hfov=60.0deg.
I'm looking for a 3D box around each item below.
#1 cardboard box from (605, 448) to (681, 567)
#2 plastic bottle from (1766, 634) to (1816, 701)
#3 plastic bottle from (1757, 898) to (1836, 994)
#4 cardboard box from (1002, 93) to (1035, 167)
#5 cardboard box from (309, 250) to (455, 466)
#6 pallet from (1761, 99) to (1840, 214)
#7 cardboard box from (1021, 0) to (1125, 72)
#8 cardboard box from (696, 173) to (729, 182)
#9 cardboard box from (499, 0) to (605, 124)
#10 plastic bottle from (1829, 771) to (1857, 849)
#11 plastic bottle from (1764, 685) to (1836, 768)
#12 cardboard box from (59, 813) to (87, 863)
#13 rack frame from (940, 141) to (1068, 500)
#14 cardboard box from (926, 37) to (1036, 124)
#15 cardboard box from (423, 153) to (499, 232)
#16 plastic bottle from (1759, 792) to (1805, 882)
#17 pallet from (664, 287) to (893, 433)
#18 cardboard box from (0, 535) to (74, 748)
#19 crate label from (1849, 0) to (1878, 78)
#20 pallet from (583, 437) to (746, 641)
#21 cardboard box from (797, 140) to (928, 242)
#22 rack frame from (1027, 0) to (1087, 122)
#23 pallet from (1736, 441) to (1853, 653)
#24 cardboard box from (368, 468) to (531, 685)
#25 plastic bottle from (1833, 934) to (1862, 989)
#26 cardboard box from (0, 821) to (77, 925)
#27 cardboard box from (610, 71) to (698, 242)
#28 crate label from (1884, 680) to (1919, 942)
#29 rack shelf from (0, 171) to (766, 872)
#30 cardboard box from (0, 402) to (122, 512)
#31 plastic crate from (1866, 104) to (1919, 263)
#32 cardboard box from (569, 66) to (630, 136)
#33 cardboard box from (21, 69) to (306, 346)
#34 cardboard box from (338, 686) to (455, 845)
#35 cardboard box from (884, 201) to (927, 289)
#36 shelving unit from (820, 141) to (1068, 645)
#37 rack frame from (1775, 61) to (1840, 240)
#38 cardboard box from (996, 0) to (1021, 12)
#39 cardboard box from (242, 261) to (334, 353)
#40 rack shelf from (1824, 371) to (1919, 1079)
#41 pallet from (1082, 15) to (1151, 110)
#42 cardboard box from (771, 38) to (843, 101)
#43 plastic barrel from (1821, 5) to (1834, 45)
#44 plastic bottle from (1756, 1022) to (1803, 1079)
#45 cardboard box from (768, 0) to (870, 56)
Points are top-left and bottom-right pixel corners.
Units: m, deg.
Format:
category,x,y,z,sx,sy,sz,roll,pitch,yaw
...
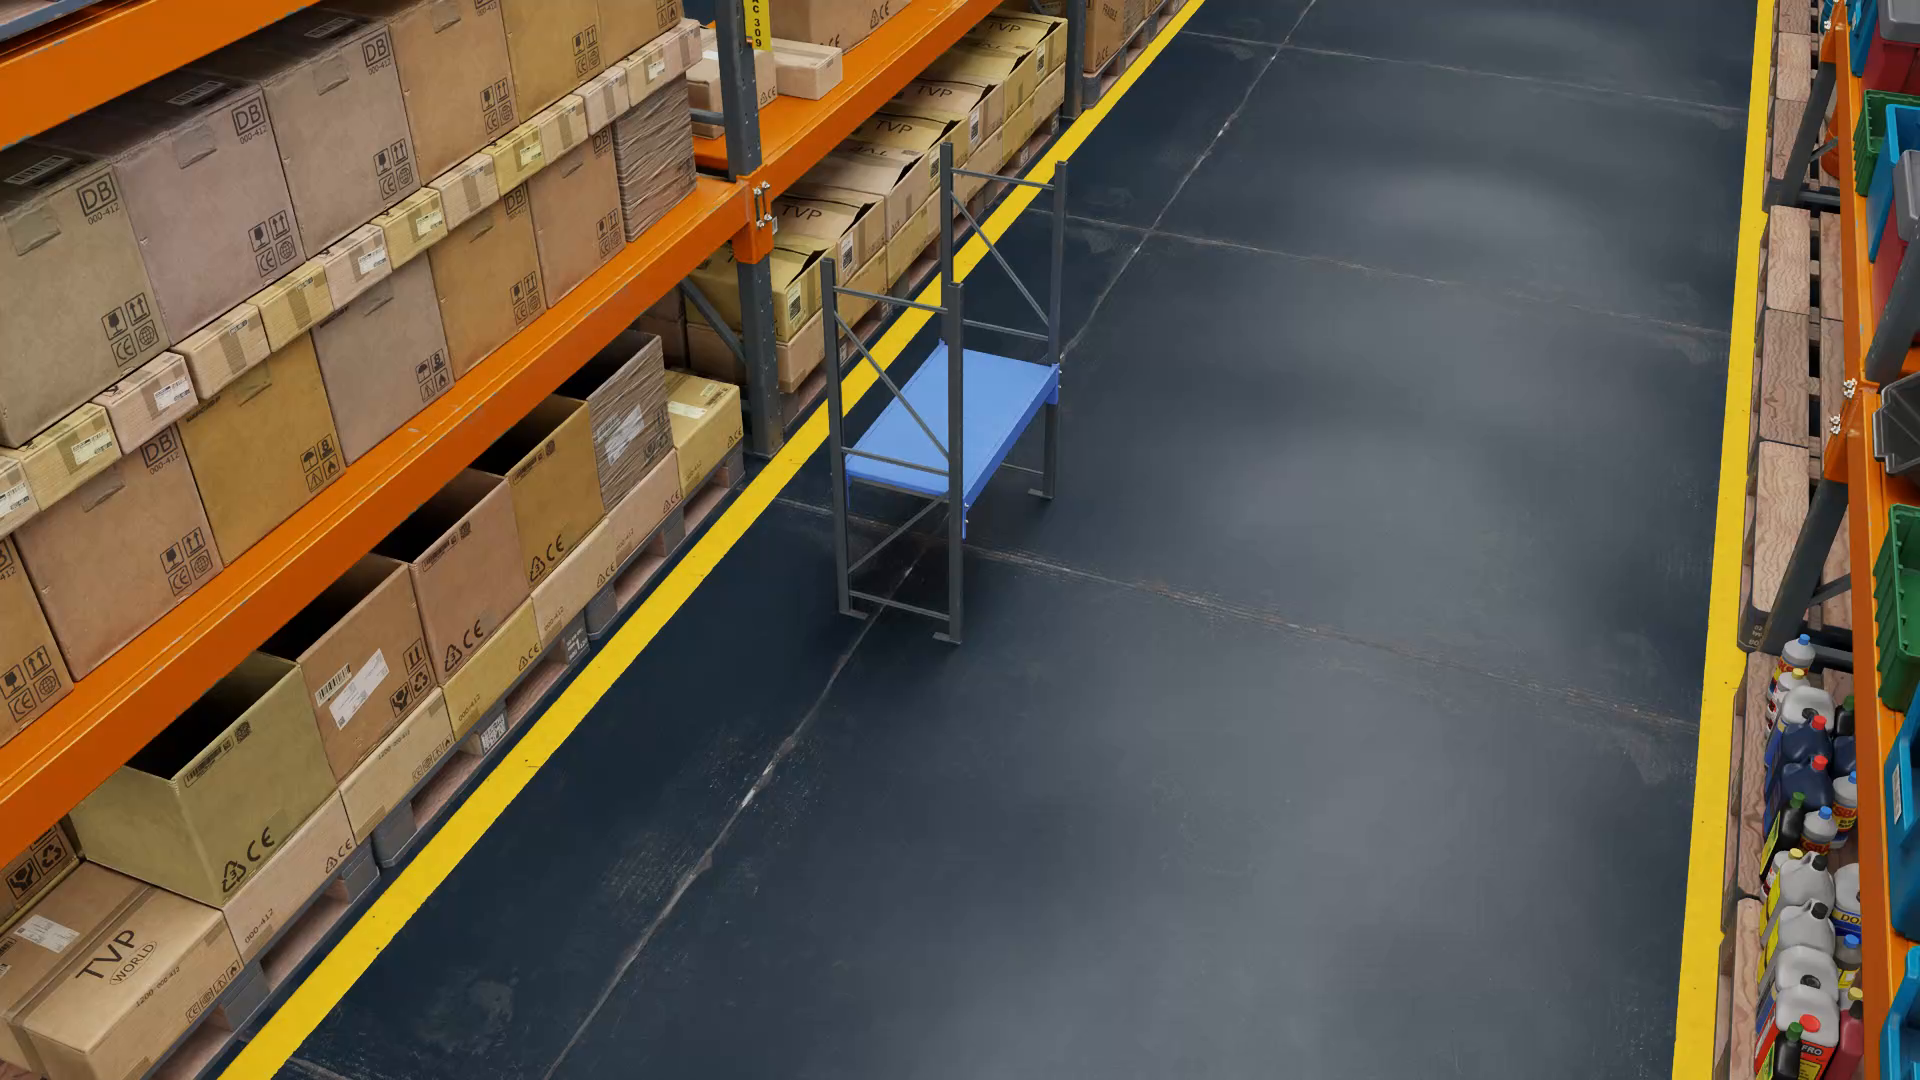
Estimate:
category,x,y,z,sx,sy,sz,roll,pitch,yaw
cardboard box,-1.431,-0.180,6.431,0.500,0.250,0.500,14,39,18
plastic bottle,2.796,0.429,5.582,0.097,0.271,0.097,0,37,0
plastic bottle,2.327,1.116,4.596,0.144,0.351,0.185,15,39,20
cardboard box,0.098,-2.343,9.325,0.500,0.250,0.500,13,39,17
cardboard box,-2.003,-0.633,5.008,0.700,0.500,0.500,15,39,19
pallet,5.106,-2.108,9.393,1.003,0.211,1.213,14,39,18
cardboard box,0.702,-3.271,10.341,0.500,0.500,0.500,15,39,20
cardboard box,-1.176,-1.565,7.816,0.500,0.311,0.500,15,39,19
cardboard box,-1.611,-1.727,5.388,0.700,0.500,0.500,14,39,18
plastic bottle,2.688,0.813,5.068,0.097,0.271,0.097,0,37,0
plastic bottle,2.698,0.613,5.332,0.152,0.276,0.135,15,39,19
cardboard box,-2.669,0.810,5.107,0.500,0.250,0.500,14,39,18
rack frame,0.161,-0.835,6.614,0.500,1.500,0.032,14,39,18
cardboard box,0.102,-2.565,9.154,0.500,0.311,0.500,13,39,17
cardboard box,-1.647,-1.092,5.080,0.380,0.149,0.250,15,39,19
plastic bottle,2.458,0.887,4.960,0.061,0.283,0.133,16,40,20
pallet,-1.013,-0.994,7.904,1.003,0.211,1.213,14,39,18
cardboard box,-2.589,0.225,3.860,0.700,0.500,0.500,14,39,18
crate label,4.216,-2.304,7.298,0.502,0.435,0.616,14,39,18
pallet,-1.598,-0.147,6.770,1.003,0.211,1.213,14,39,18
cardboard box,-0.478,-1.721,8.024,0.500,0.311,0.500,13,39,16
rack frame,0.265,-3.909,9.474,1.000,3.000,0.127,14,39,18
pallet,3.585,0.109,6.427,1.003,0.211,1.213,14,39,18
cardboard box,-1.796,0.077,5.461,0.500,0.500,0.500,14,39,18
plastic bottle,2.455,1.179,4.637,0.097,0.201,0.097,0,37,0
cardboard box,-2.850,0.788,4.509,0.500,0.500,0.500,14,39,18
cardboard box,-1.420,-1.487,6.151,0.700,0.500,0.500,13,39,17
crate label,2.251,0.556,3.471,0.502,0.435,0.616,14,39,18
rack shelf,-2.018,-0.299,5.245,1.077,0.370,4.000,14,39,18
cardboard box,-2.236,-0.232,3.930,0.380,0.149,0.250,14,39,18
plastic crate,3.454,-1.239,5.916,0.392,0.384,0.575,14,39,18
cardboard box,-1.356,-1.513,5.643,0.380,0.149,0.250,13,39,16
cardboard box,-2.183,-0.896,4.276,0.700,0.500,0.500,14,39,18
cardboard box,-1.992,0.653,5.317,0.500,0.250,0.500,14,39,18
cardboard box,-0.484,-1.498,8.195,0.500,0.250,0.500,13,39,16
shelving unit,-0.032,-0.554,6.238,0.538,1.500,1.048,14,39,18
rack frame,4.844,-2.778,7.962,1.000,3.000,0.127,14,39,18
cardboard box,0.404,-3.655,10.855,0.500,0.500,0.500,15,39,20
cardboard box,-1.942,-0.661,4.504,0.380,0.149,0.250,13,39,17
rack shelf,2.561,0.832,3.733,1.077,0.370,4.000,14,39,18
pallet,0.584,-3.197,10.851,1.003,0.211,1.213,14,39,18
cardboard box,-0.731,-2.038,7.181,0.380,0.149,0.250,14,39,18
plastic barrel,5.577,-3.183,10.231,0.421,0.512,0.421,0,37,0
plastic bottle,2.121,1.377,4.304,0.061,0.283,0.133,15,39,19
cardboard box,-0.749,-2.447,7.435,0.500,0.500,0.500,17,40,21
